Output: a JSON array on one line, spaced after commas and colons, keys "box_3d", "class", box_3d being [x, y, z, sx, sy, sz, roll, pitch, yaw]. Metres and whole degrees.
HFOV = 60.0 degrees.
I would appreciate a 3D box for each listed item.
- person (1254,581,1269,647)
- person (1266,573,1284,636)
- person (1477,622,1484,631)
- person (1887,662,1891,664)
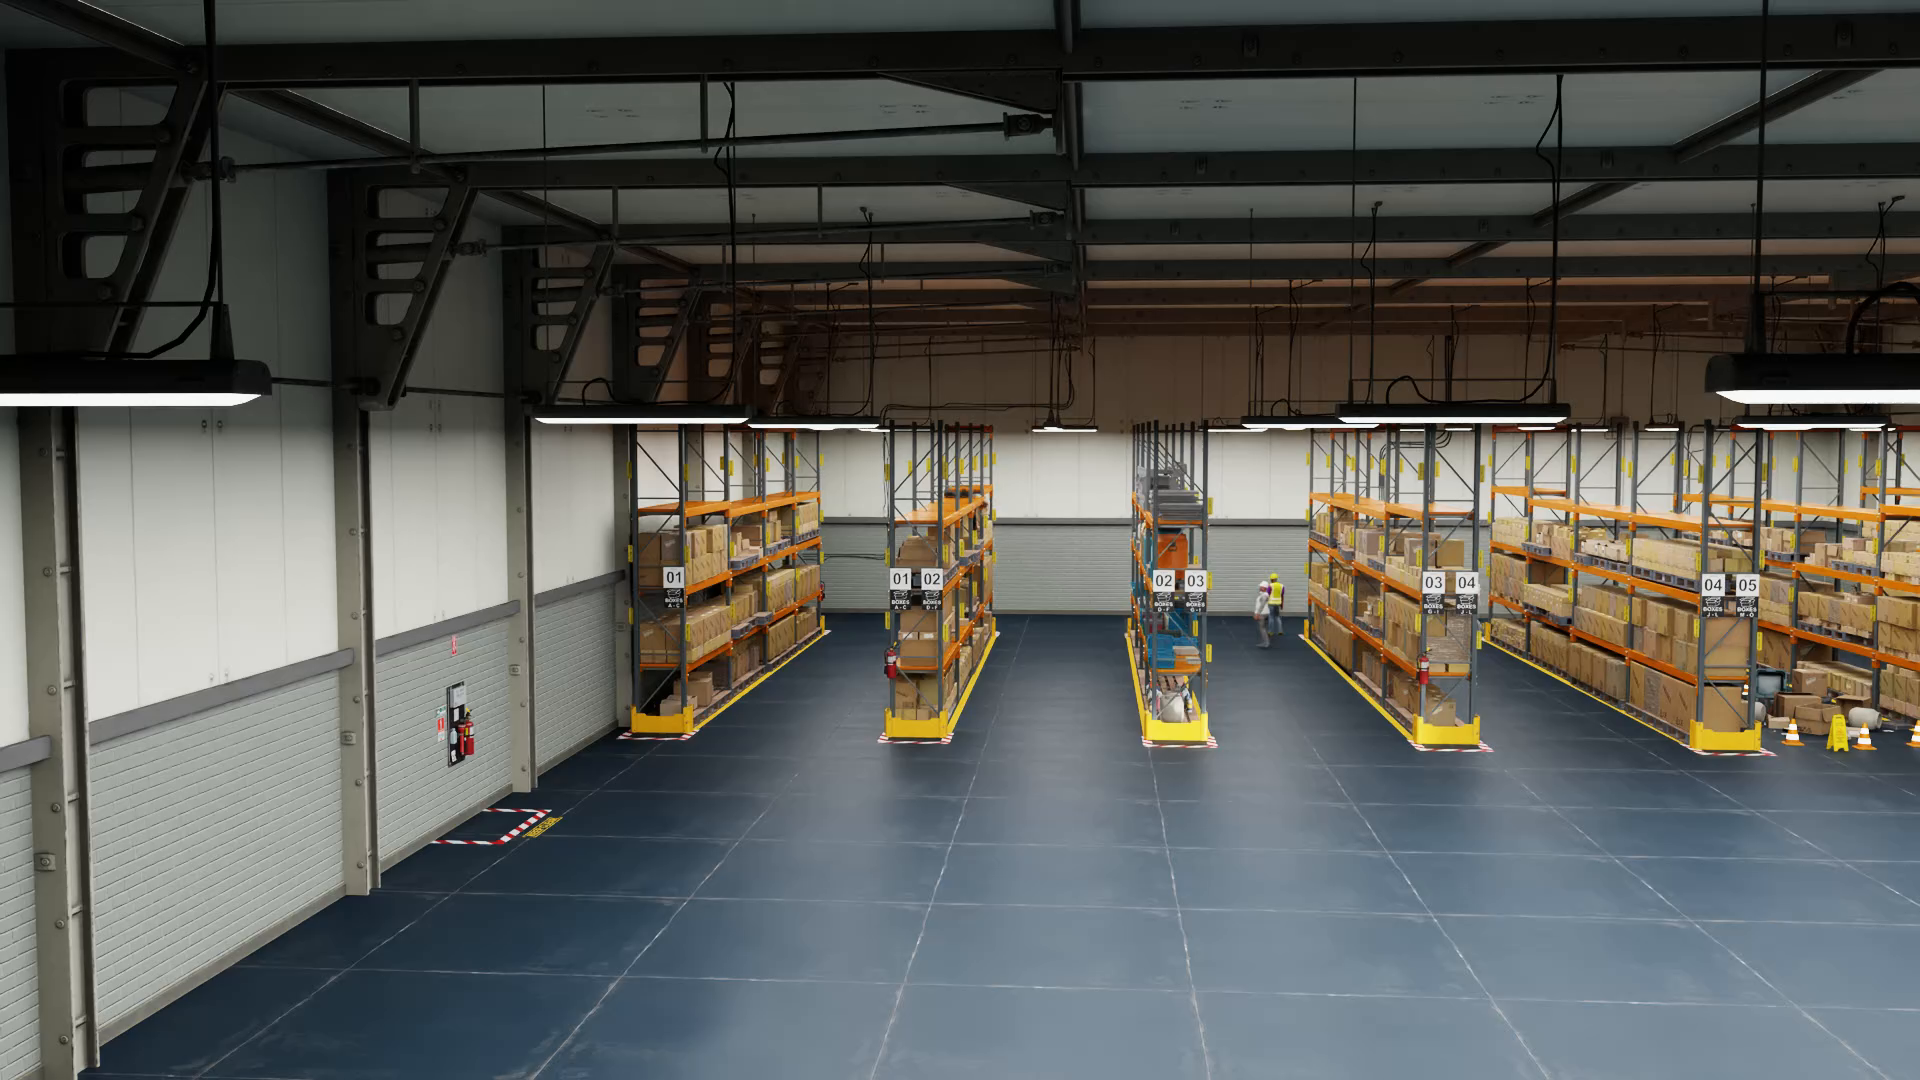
[{"box_3d": [8.113, 2.027, 44.746, 0.507, 1.824, 0.574, 3, 4, 36], "class": "person"}, {"box_3d": [8.958, 1.861, 47.506, 0.614, 1.828, 0.430, -2, 4, -26], "class": "person"}, {"box_3d": [14.475, 1.850, 47.508, 0.908, 1.717, 0.646, 0, 4, 6], "class": "person"}, {"box_3d": [21.585, 2.463, 38.562, 0.590, 1.671, 0.764, 0, 4, 0], "class": "person"}]
